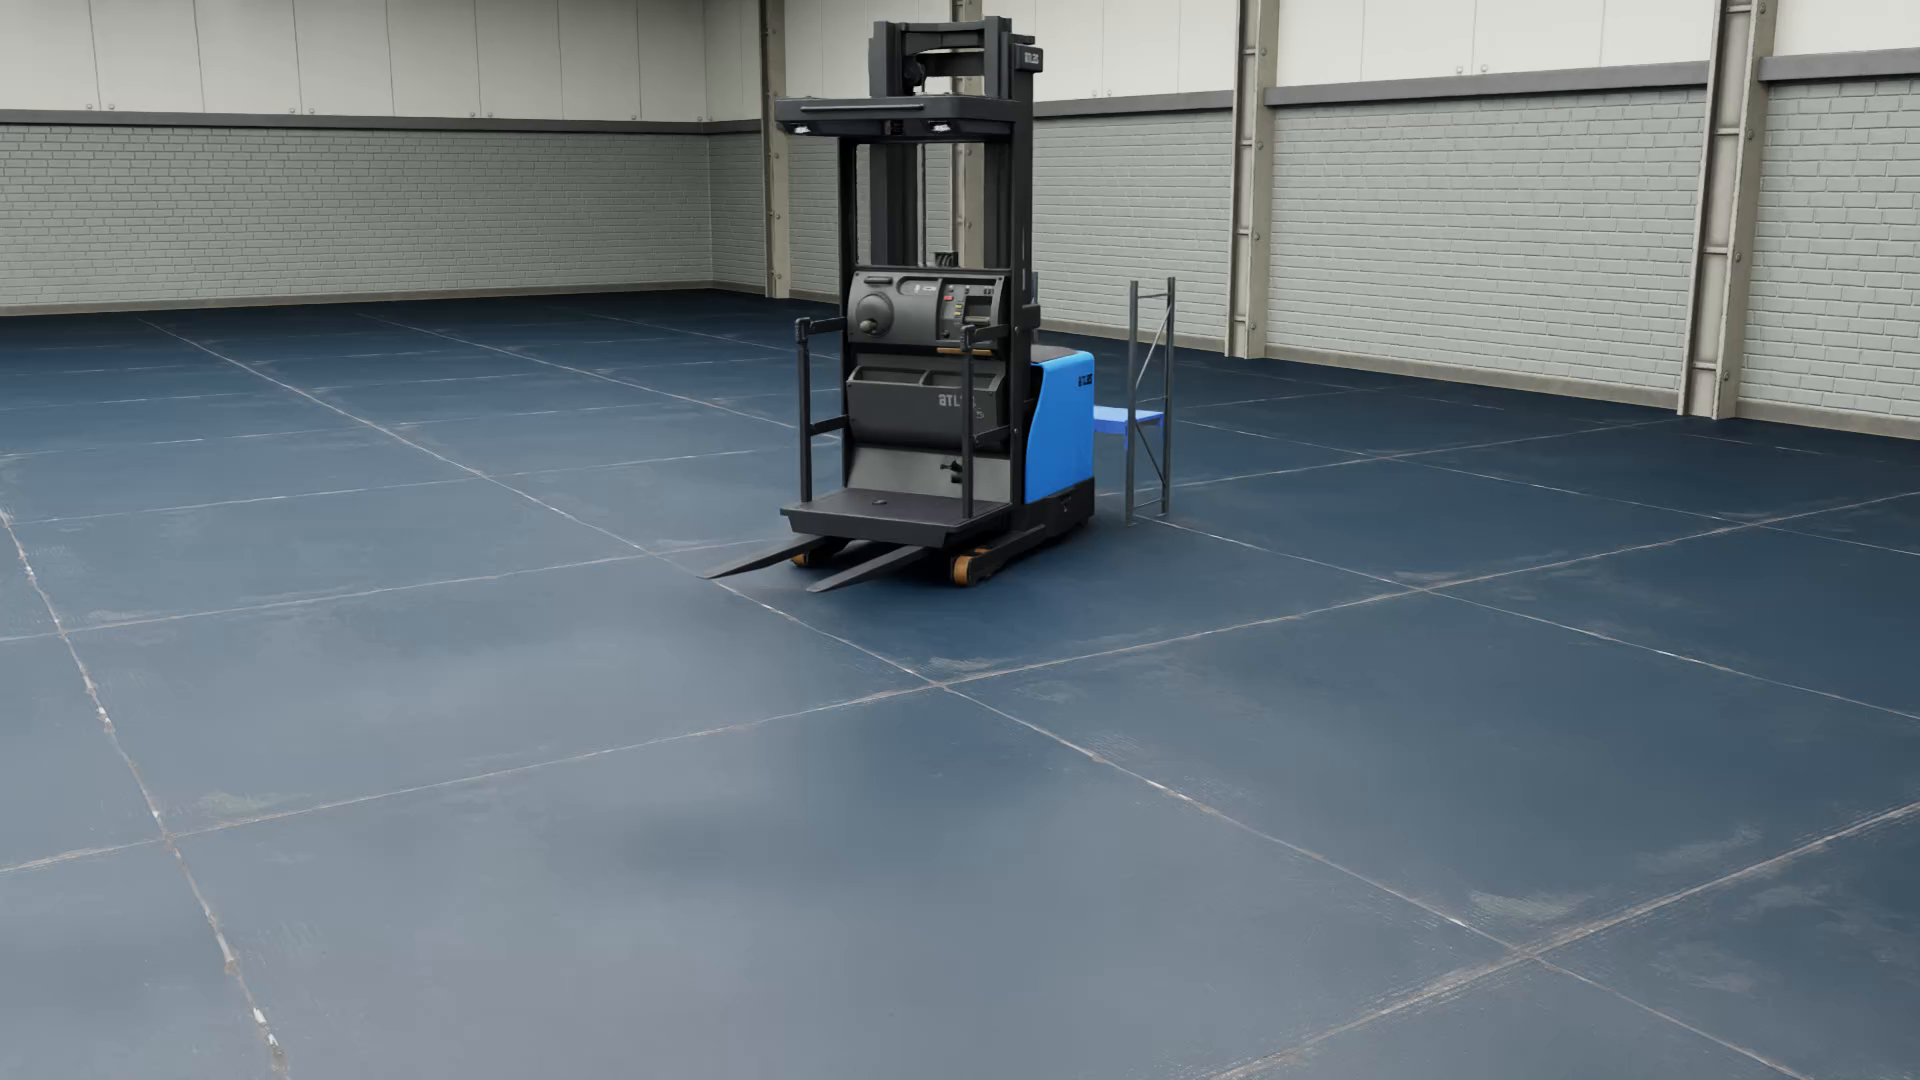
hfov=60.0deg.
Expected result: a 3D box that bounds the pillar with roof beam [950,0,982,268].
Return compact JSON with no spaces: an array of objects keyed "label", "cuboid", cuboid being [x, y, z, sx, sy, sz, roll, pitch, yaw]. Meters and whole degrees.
[{"label":"pillar with roof beam","cuboid":[-3.500,-7.144,21.465,9.100,9.000,0.400,-8,15,-33]}]

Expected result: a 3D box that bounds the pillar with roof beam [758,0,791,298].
[{"label":"pillar with roof beam","cuboid":[-6.824,-8.211,26.344,9.100,9.000,0.400,-8,15,-33]}]

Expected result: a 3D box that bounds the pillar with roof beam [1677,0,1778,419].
[{"label":"pillar with roof beam","cuboid":[3.149,-5.010,11.705,9.100,9.000,0.400,-8,15,-33]}]

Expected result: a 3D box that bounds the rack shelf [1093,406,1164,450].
[{"label":"rack shelf","cuboid":[0.763,-0.744,10.594,1.000,0.185,0.538,9,15,35]}]

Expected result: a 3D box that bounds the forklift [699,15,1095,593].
[{"label":"forklift","cuboid":[-0.284,-1.293,8.916,1.130,2.935,3.031,6,14,26]}]

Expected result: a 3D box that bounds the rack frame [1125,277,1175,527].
[{"label":"rack frame","cuboid":[1.175,-0.856,10.264,0.032,1.500,0.500,9,15,35]}]

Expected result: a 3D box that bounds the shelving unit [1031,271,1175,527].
[{"label":"shelving unit","cuboid":[0.763,-0.920,10.556,1.048,1.500,0.538,9,15,35]}]

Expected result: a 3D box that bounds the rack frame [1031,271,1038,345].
[{"label":"rack frame","cuboid":[0.352,-0.983,10.847,0.032,1.500,0.500,9,15,35]}]

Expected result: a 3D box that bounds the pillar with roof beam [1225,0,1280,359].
[{"label":"pillar with roof beam","cuboid":[-0.175,-6.077,16.585,9.100,9.000,0.400,-8,15,-33]}]
